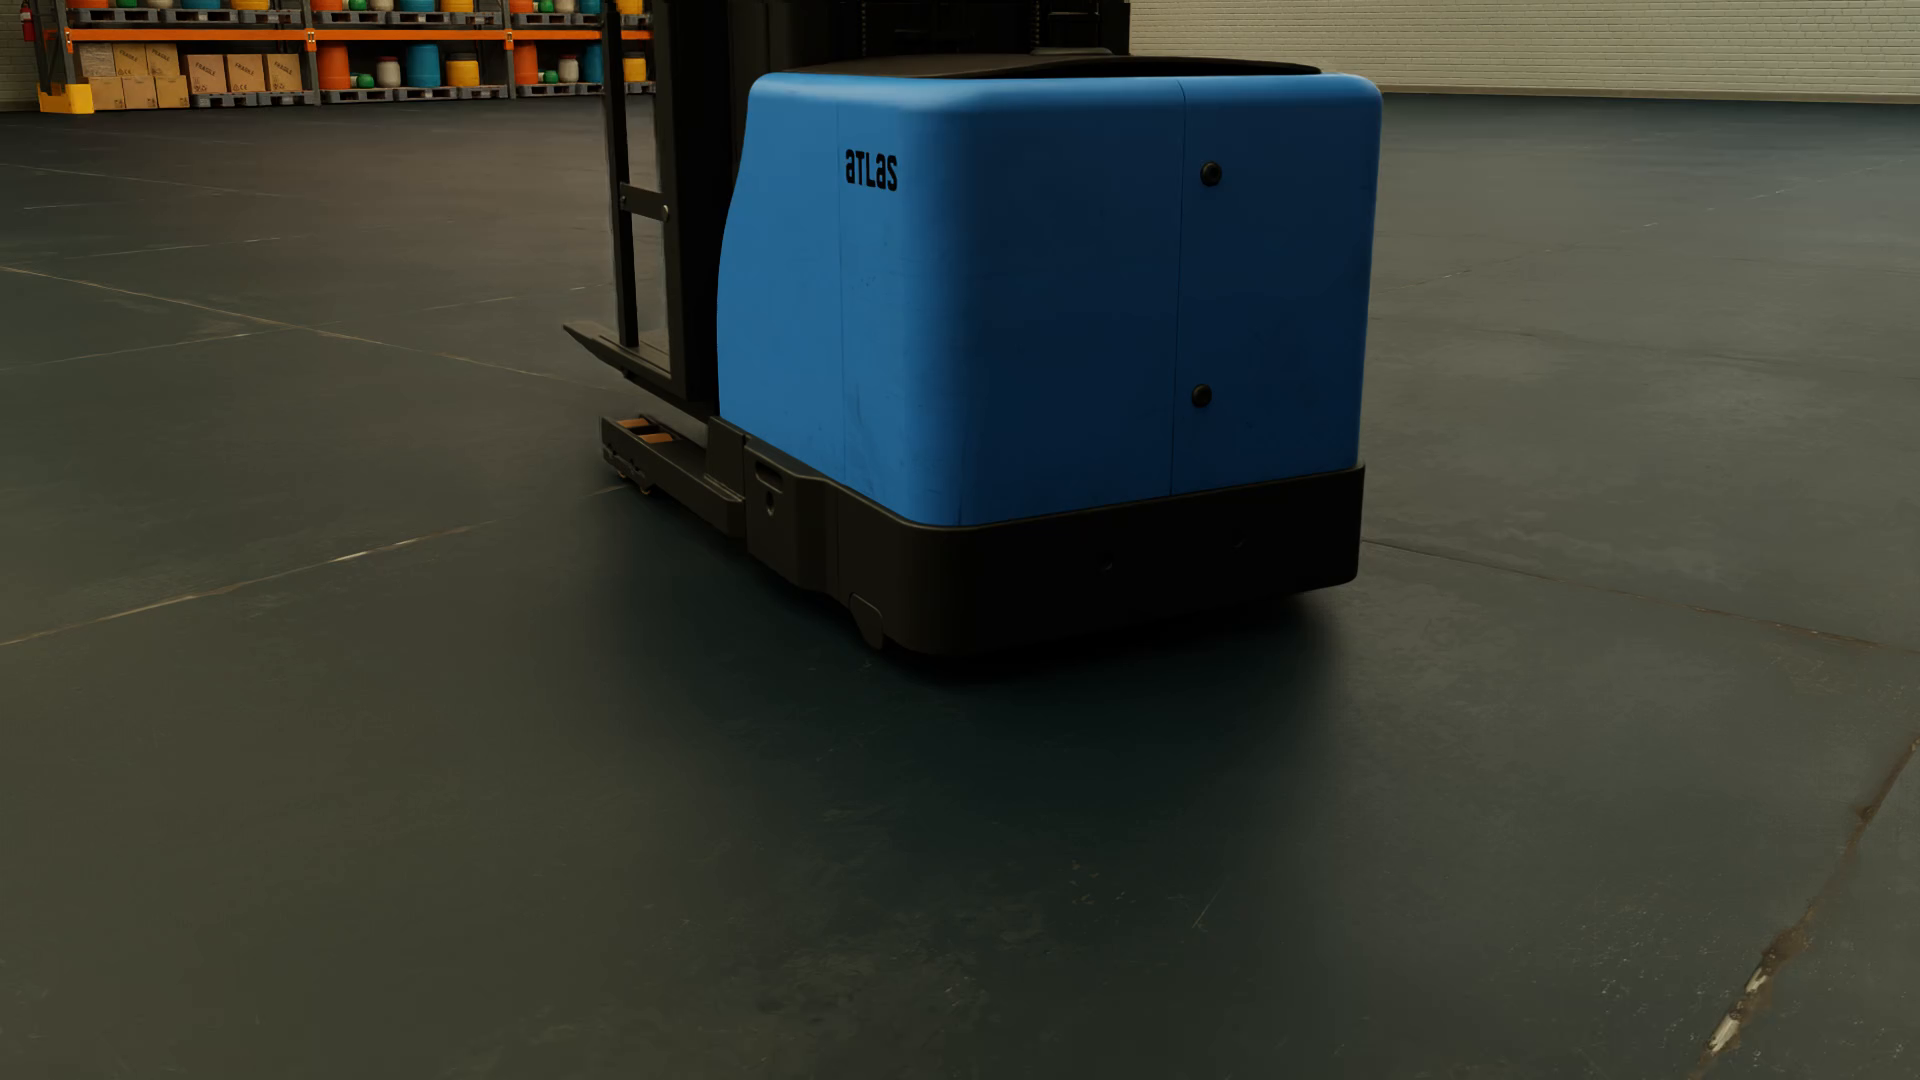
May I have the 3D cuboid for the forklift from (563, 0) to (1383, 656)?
[{"bbox_3d":[-0.312,-1.572,4.073,1.130,2.935,3.031,-9,19,-27],"label":"forklift"}]
